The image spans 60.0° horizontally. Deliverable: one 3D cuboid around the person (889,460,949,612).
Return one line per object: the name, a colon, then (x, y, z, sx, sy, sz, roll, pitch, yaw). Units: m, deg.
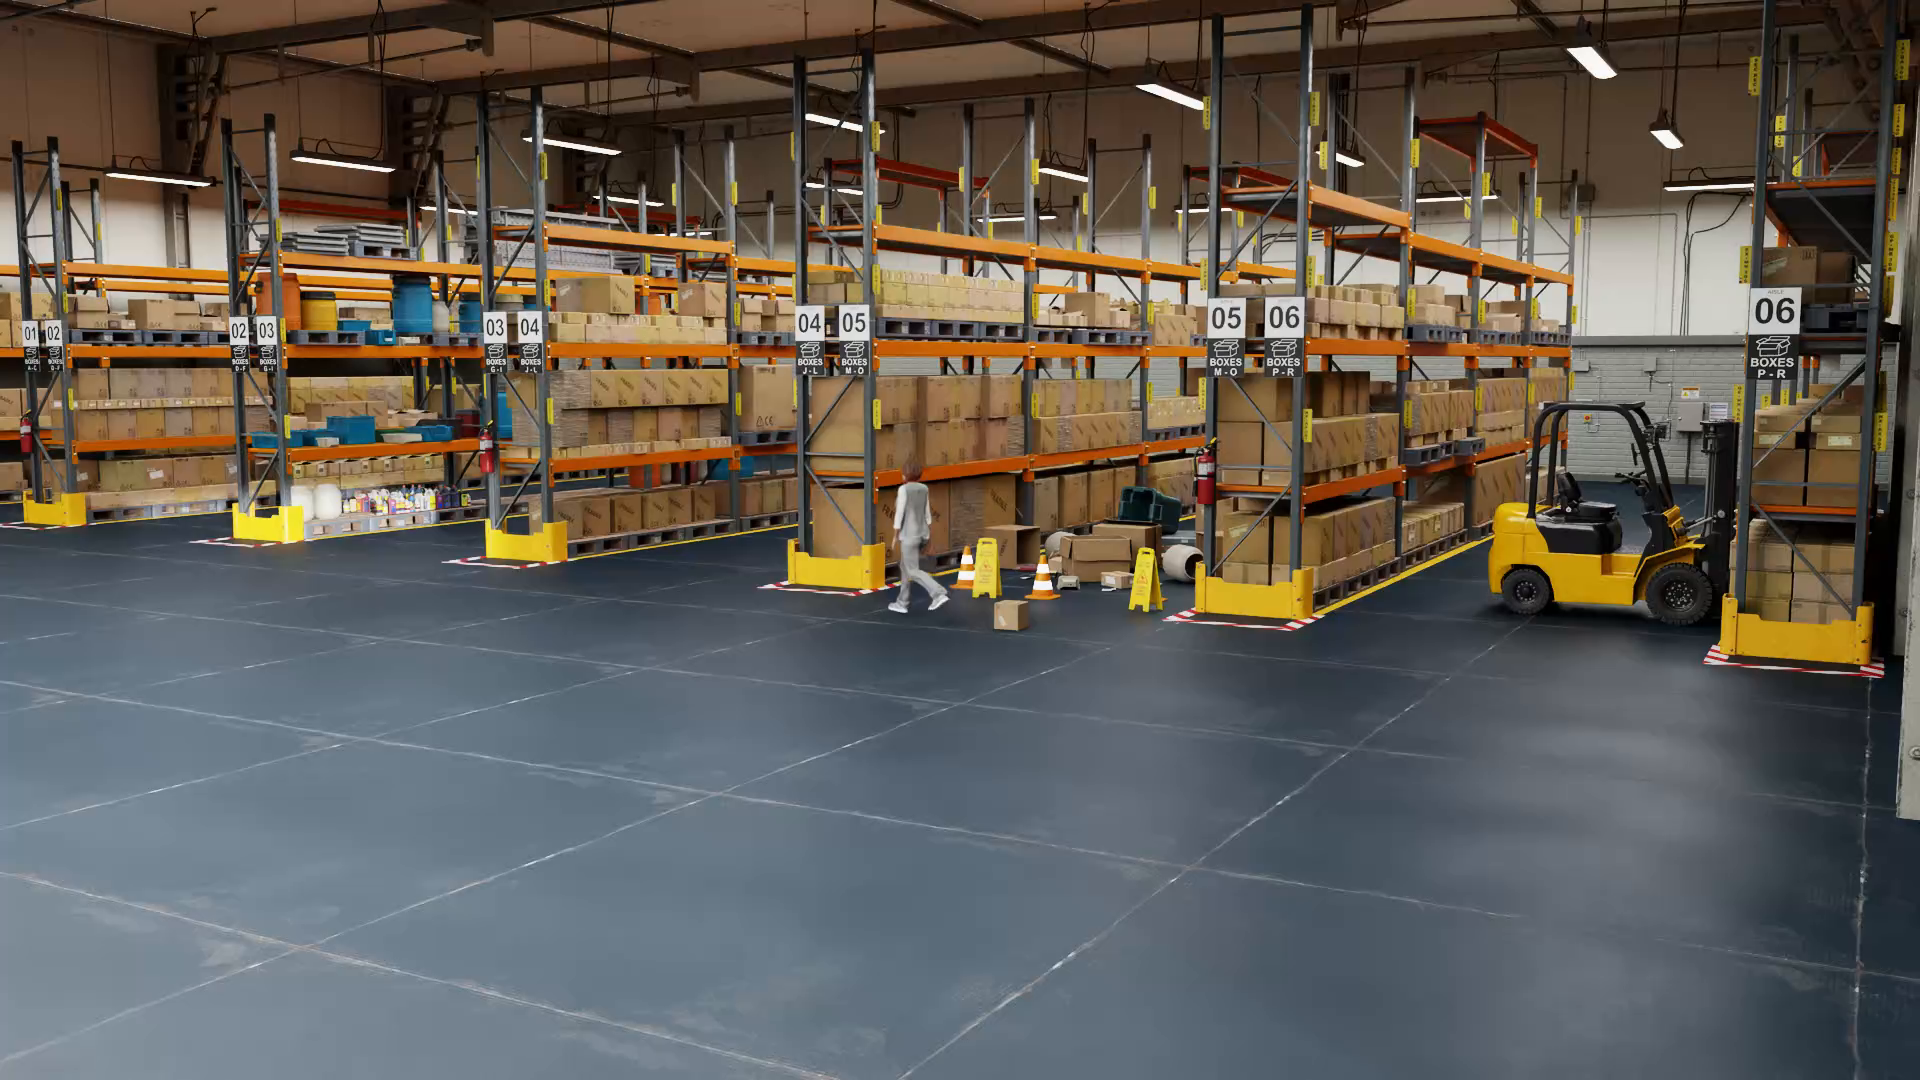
person: (-0.440, -0.020, 16.690, 0.877, 1.554, 0.428, 5, 8, 40)
